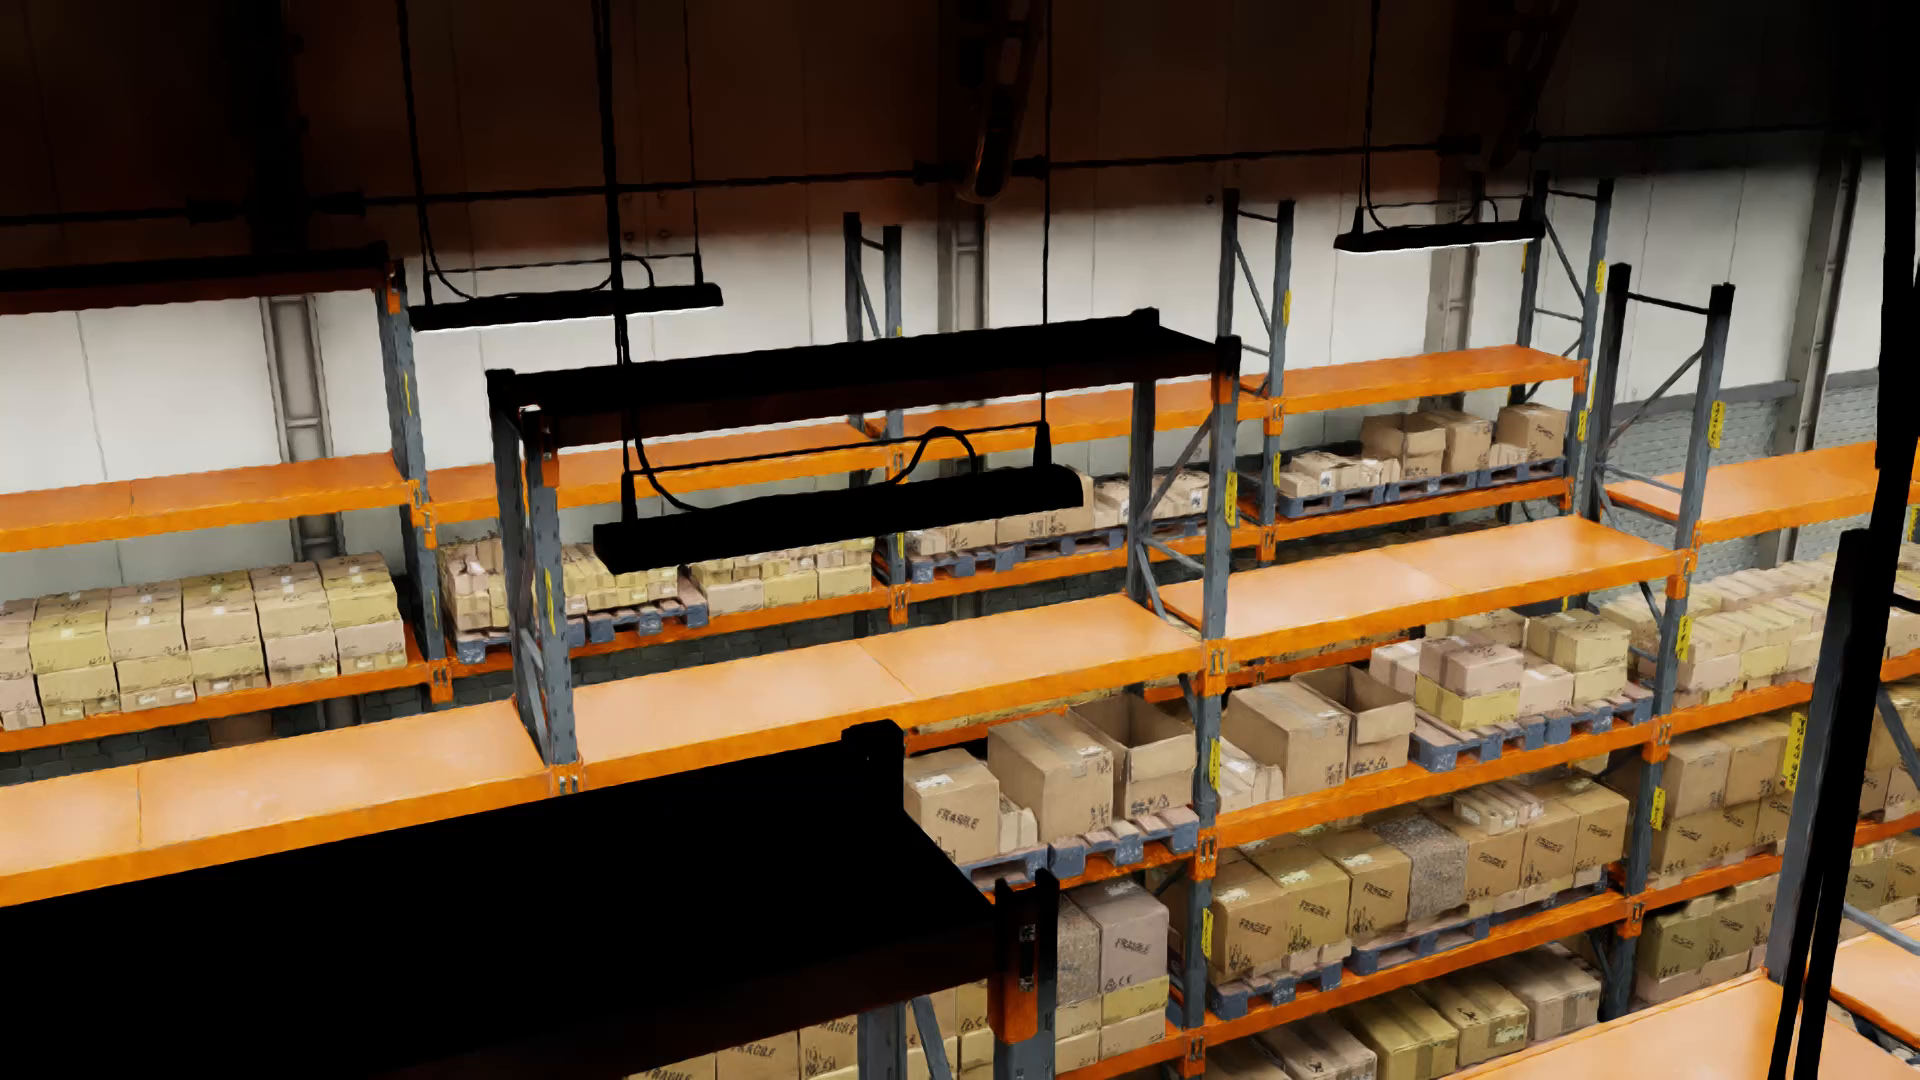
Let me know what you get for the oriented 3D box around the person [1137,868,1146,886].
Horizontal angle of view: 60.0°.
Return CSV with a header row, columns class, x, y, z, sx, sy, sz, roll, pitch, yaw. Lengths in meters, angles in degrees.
class,x,y,z,sx,sy,sz,roll,pitch,yaw
person,1.536,2.731,13.934,0.655,1.785,0.577,1,19,4
